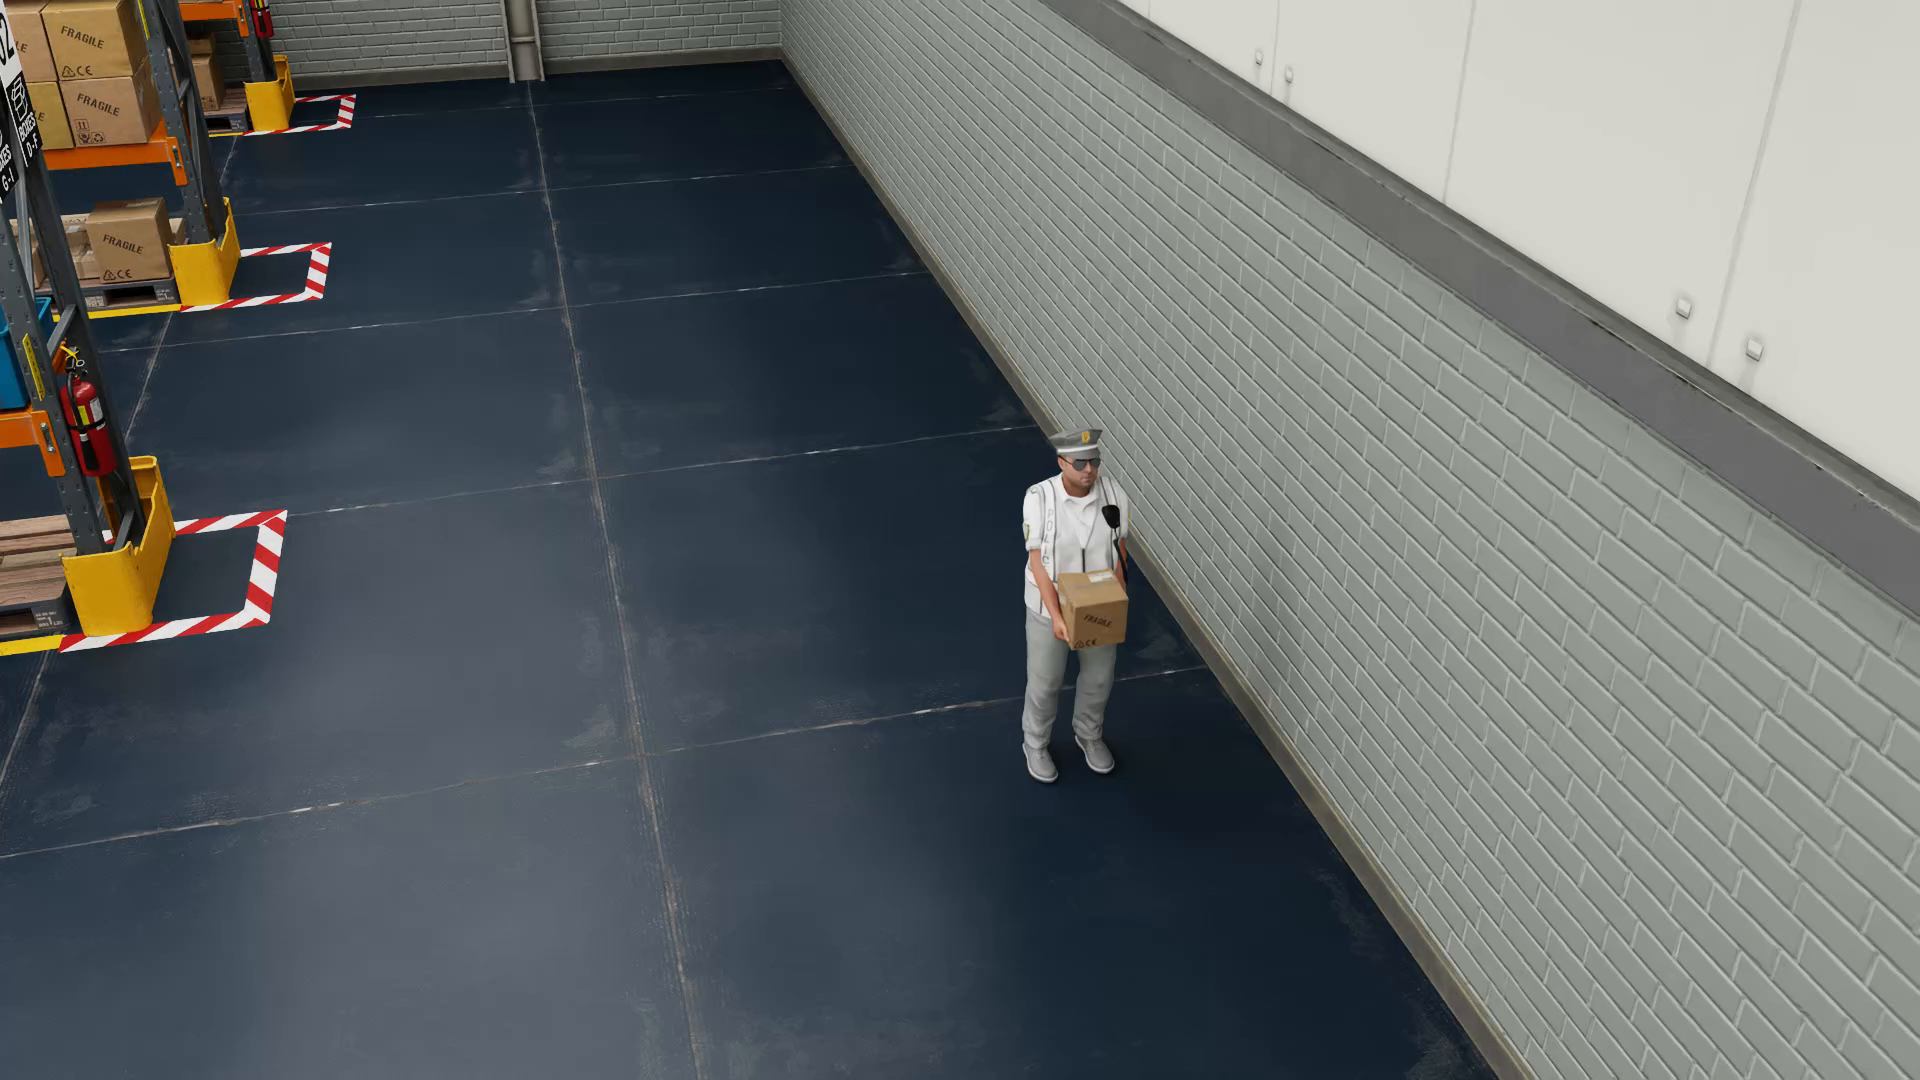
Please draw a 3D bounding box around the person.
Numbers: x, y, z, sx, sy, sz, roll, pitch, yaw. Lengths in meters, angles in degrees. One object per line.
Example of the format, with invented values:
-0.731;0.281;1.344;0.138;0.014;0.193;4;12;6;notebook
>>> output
0.552;0.321;7.659;0.493;1.768;0.566;-8;31;-13;person
